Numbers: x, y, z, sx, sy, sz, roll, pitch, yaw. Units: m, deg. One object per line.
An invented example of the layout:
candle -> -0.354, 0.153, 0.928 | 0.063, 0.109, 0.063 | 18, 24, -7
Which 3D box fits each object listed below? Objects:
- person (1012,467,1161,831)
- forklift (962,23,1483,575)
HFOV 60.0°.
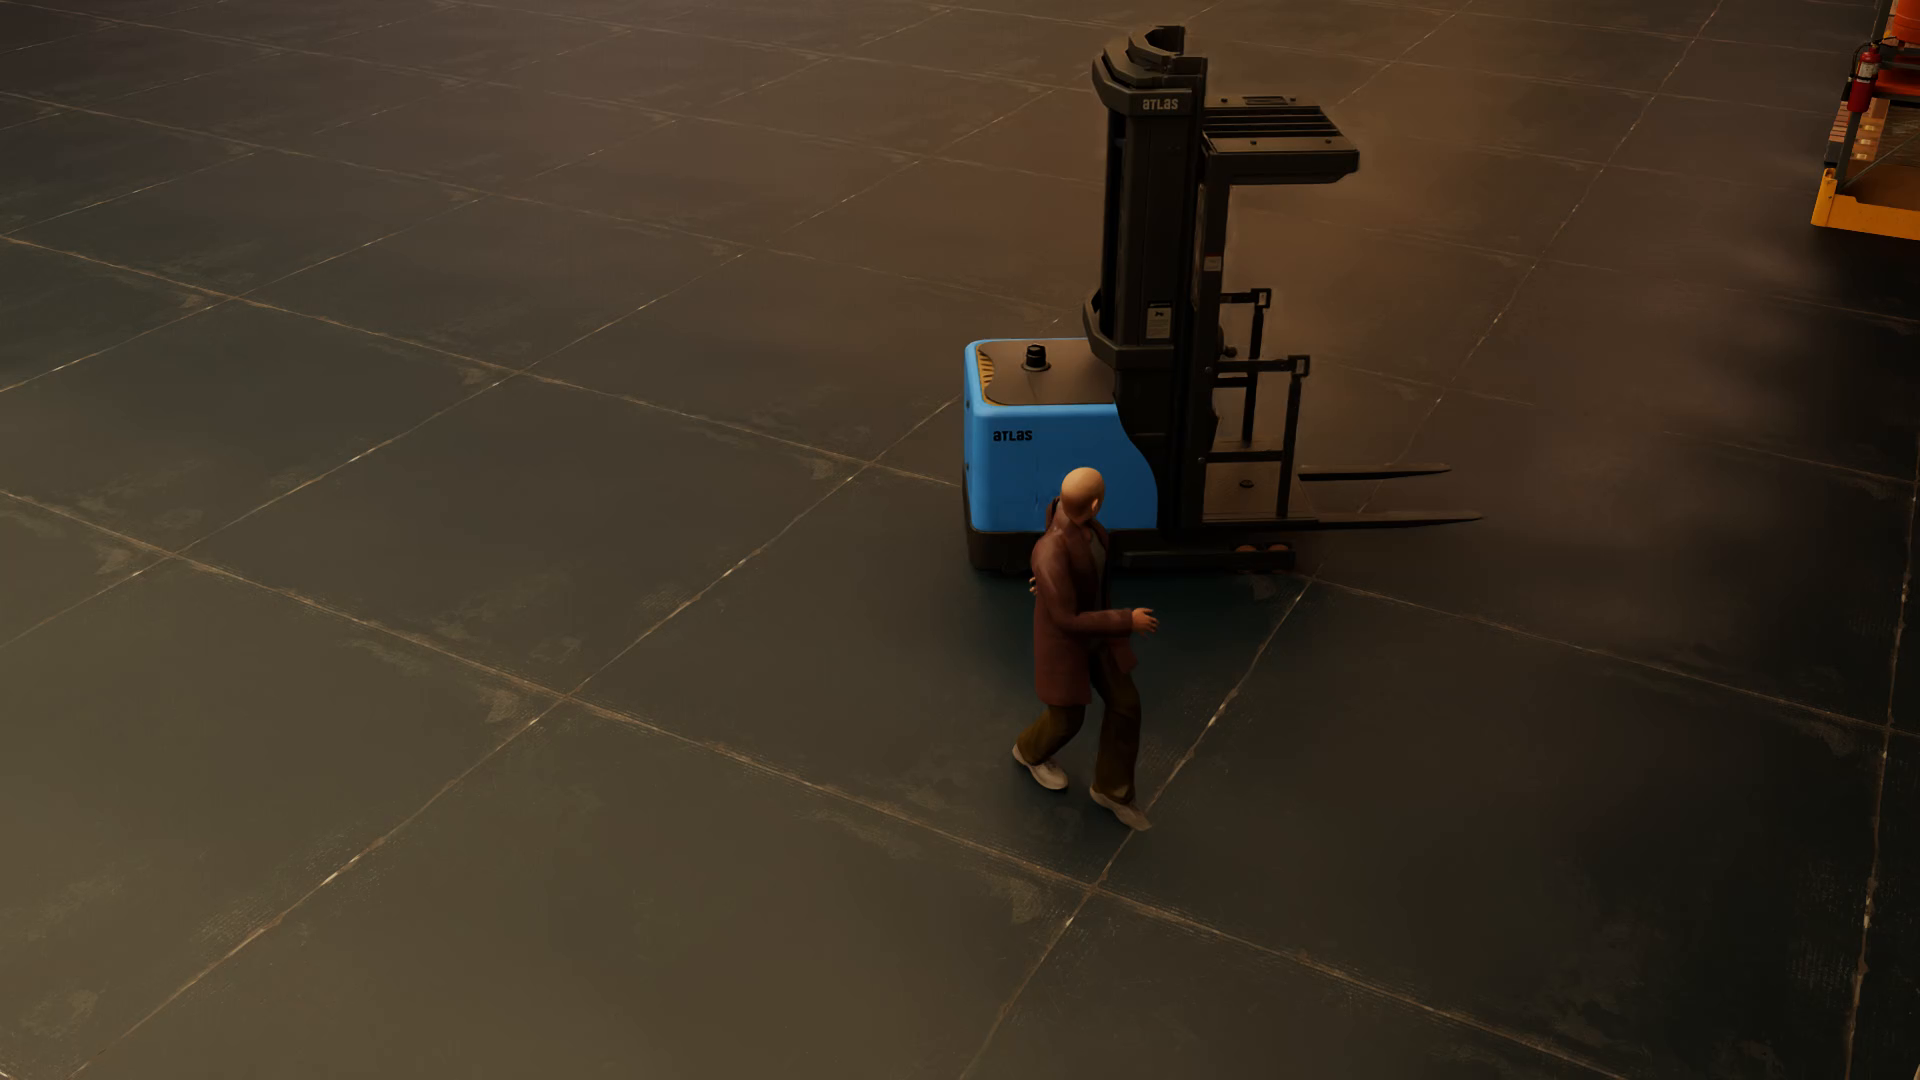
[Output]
person -> 0.540, 0.463, 7.548 | 0.964, 1.761, 0.628 | 26, 39, 38
forklift -> 1.549, -1.335, 9.384 | 3.031, 2.935, 1.130 | -1, 30, -3
